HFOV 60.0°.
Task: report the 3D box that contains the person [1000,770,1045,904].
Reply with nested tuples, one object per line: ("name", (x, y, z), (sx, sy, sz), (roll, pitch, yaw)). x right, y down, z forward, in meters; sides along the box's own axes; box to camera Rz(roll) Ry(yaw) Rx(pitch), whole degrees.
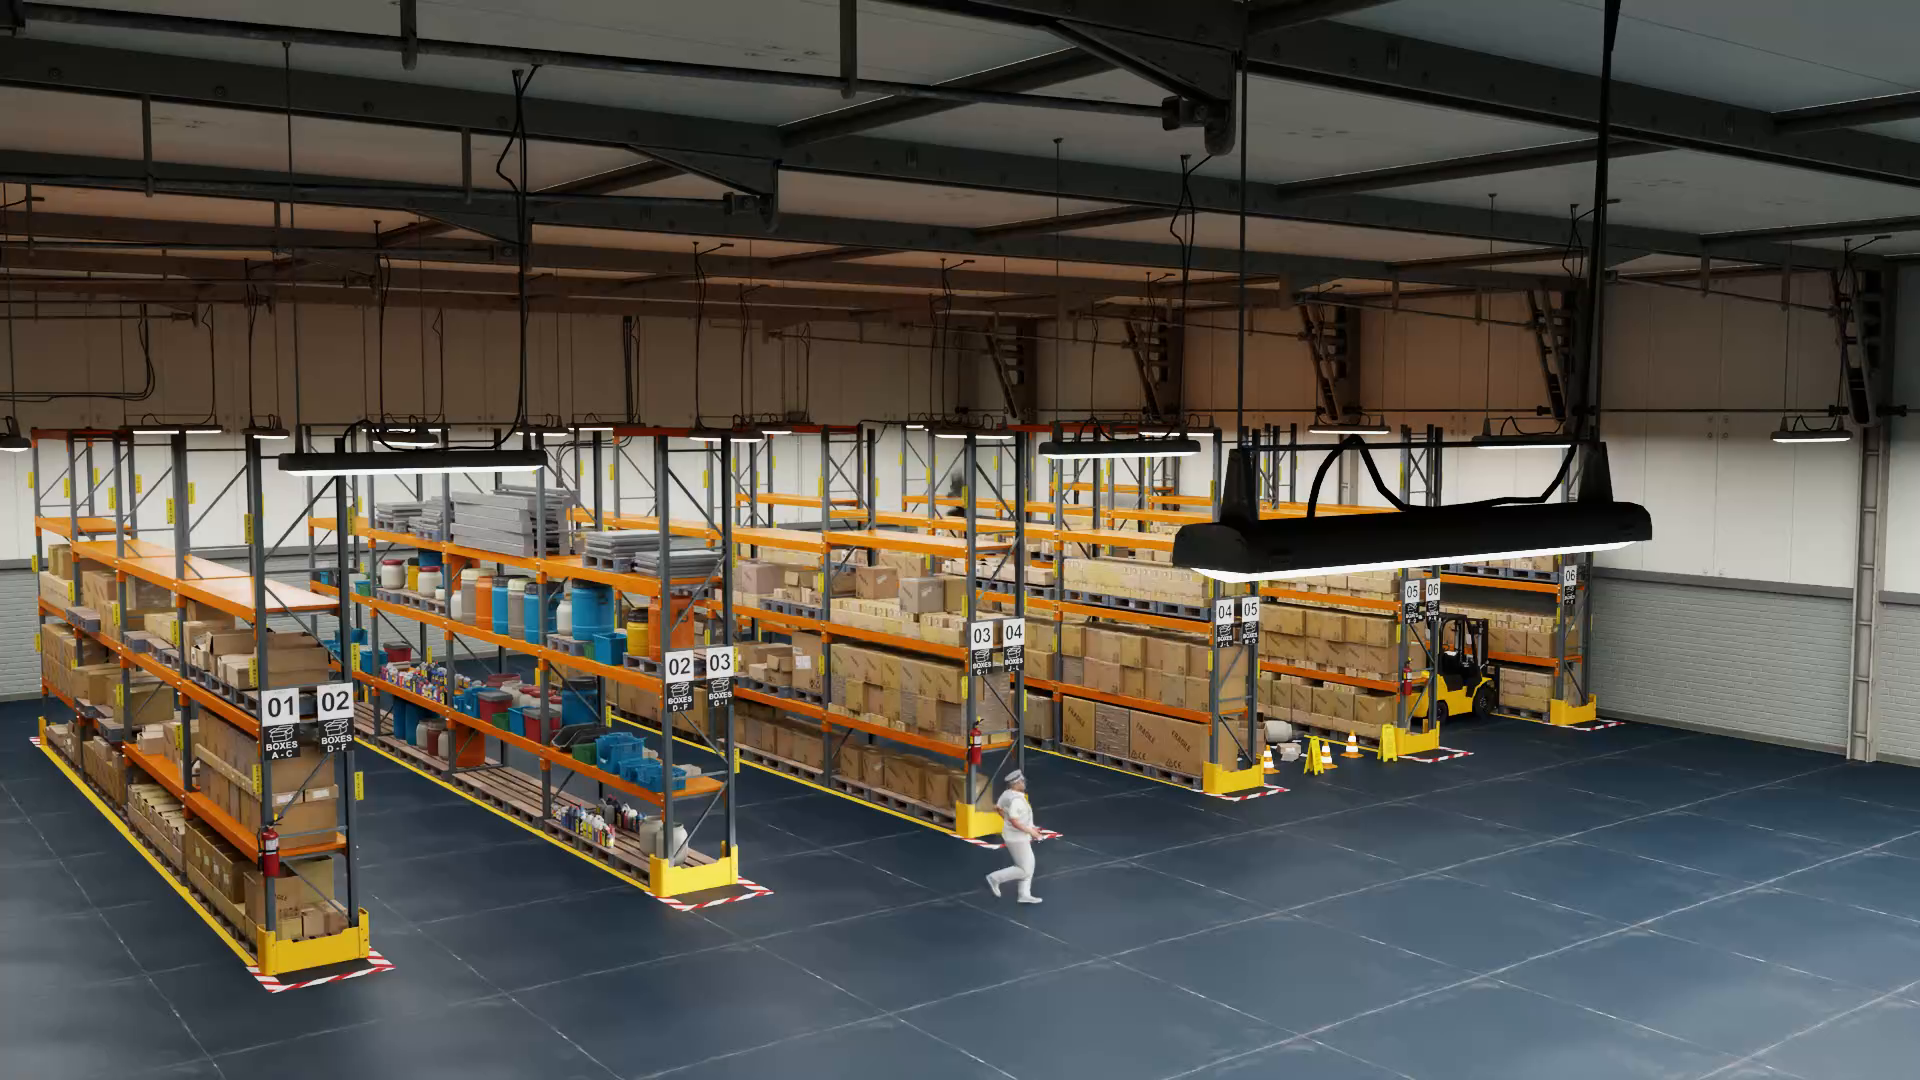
("person", (0.792, 3.801, 21.262), (0.580, 1.743, 0.668), (-1, 5, -10))

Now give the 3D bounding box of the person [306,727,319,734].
("person", (-10.897, 3.311, 27.517), (0.738, 1.746, 0.757), (-4, 6, -44))
